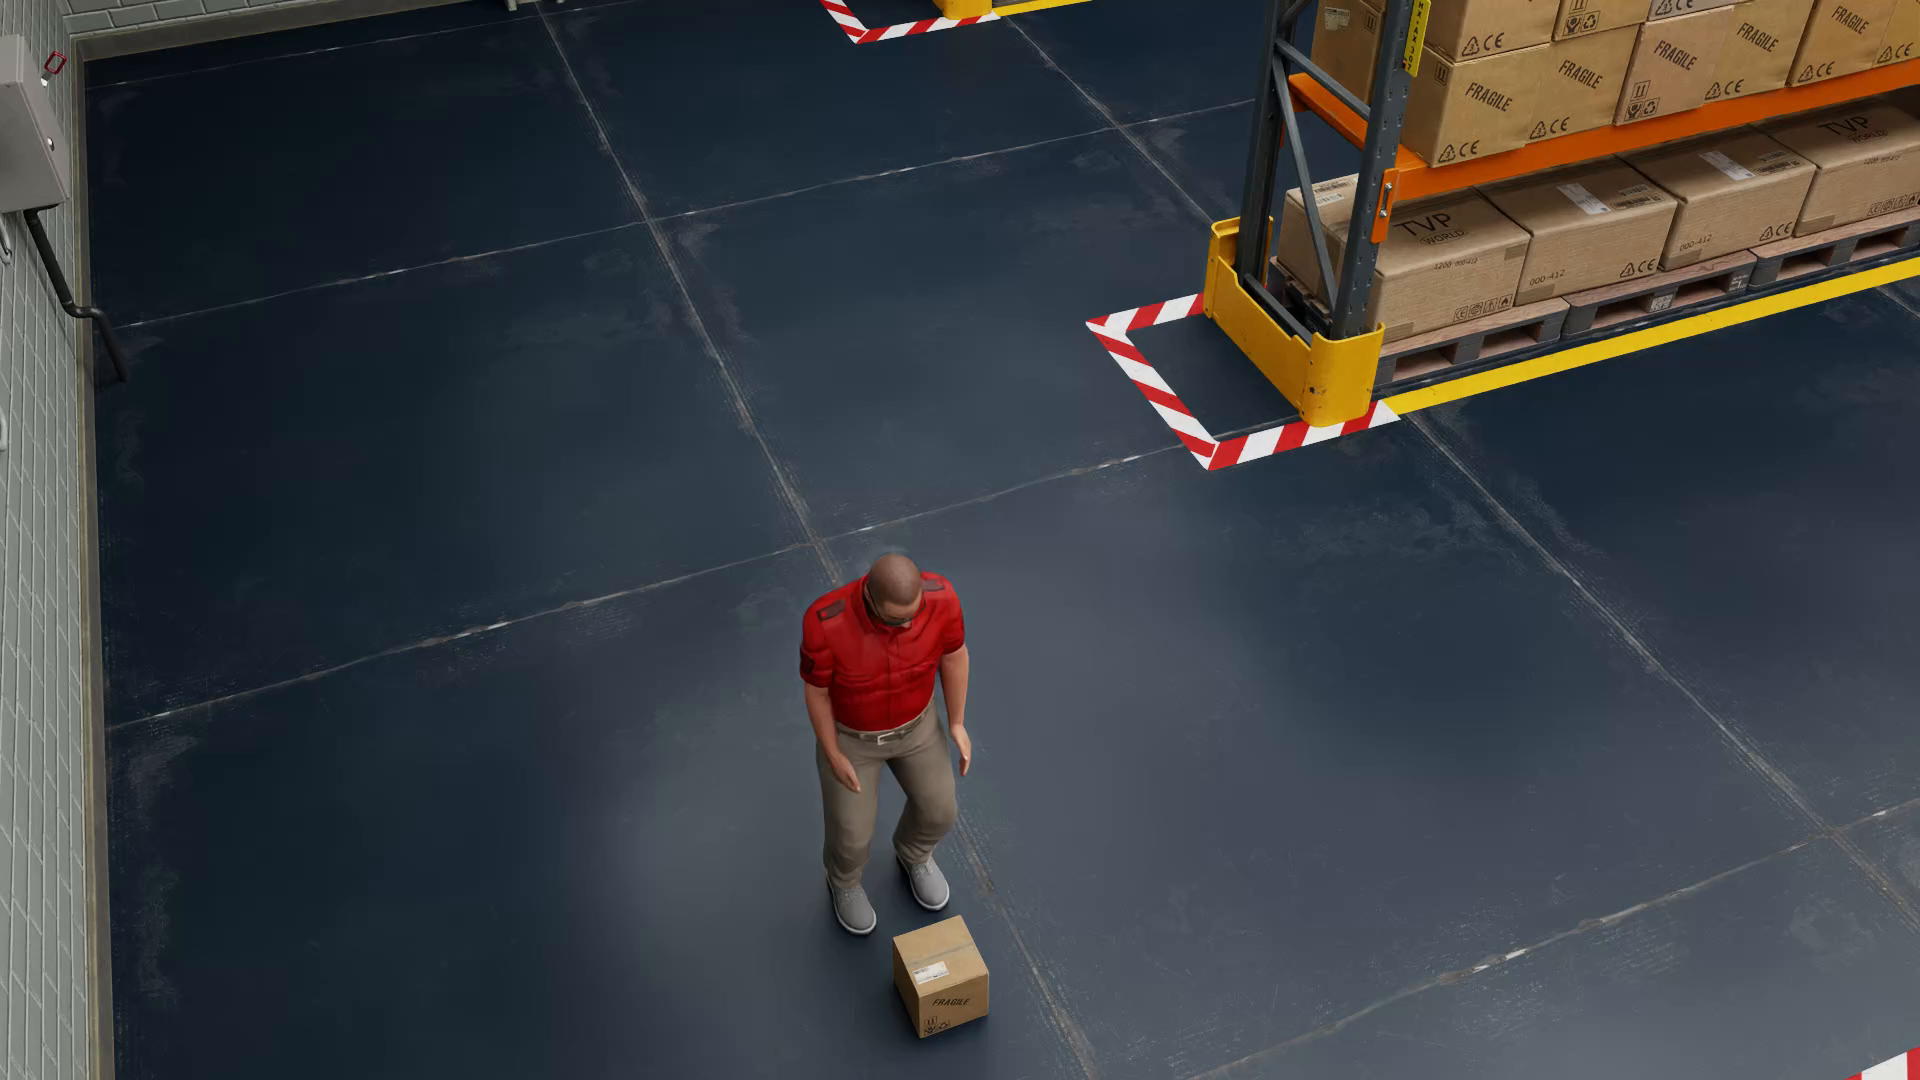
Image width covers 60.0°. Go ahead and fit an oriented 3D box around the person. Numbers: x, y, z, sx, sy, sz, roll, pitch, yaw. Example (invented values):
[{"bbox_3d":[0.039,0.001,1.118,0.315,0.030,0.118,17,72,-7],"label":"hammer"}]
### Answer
[{"bbox_3d":[-0.230,0.639,5.497,0.557,1.677,0.392,-14,43,-16],"label":"person"}]
